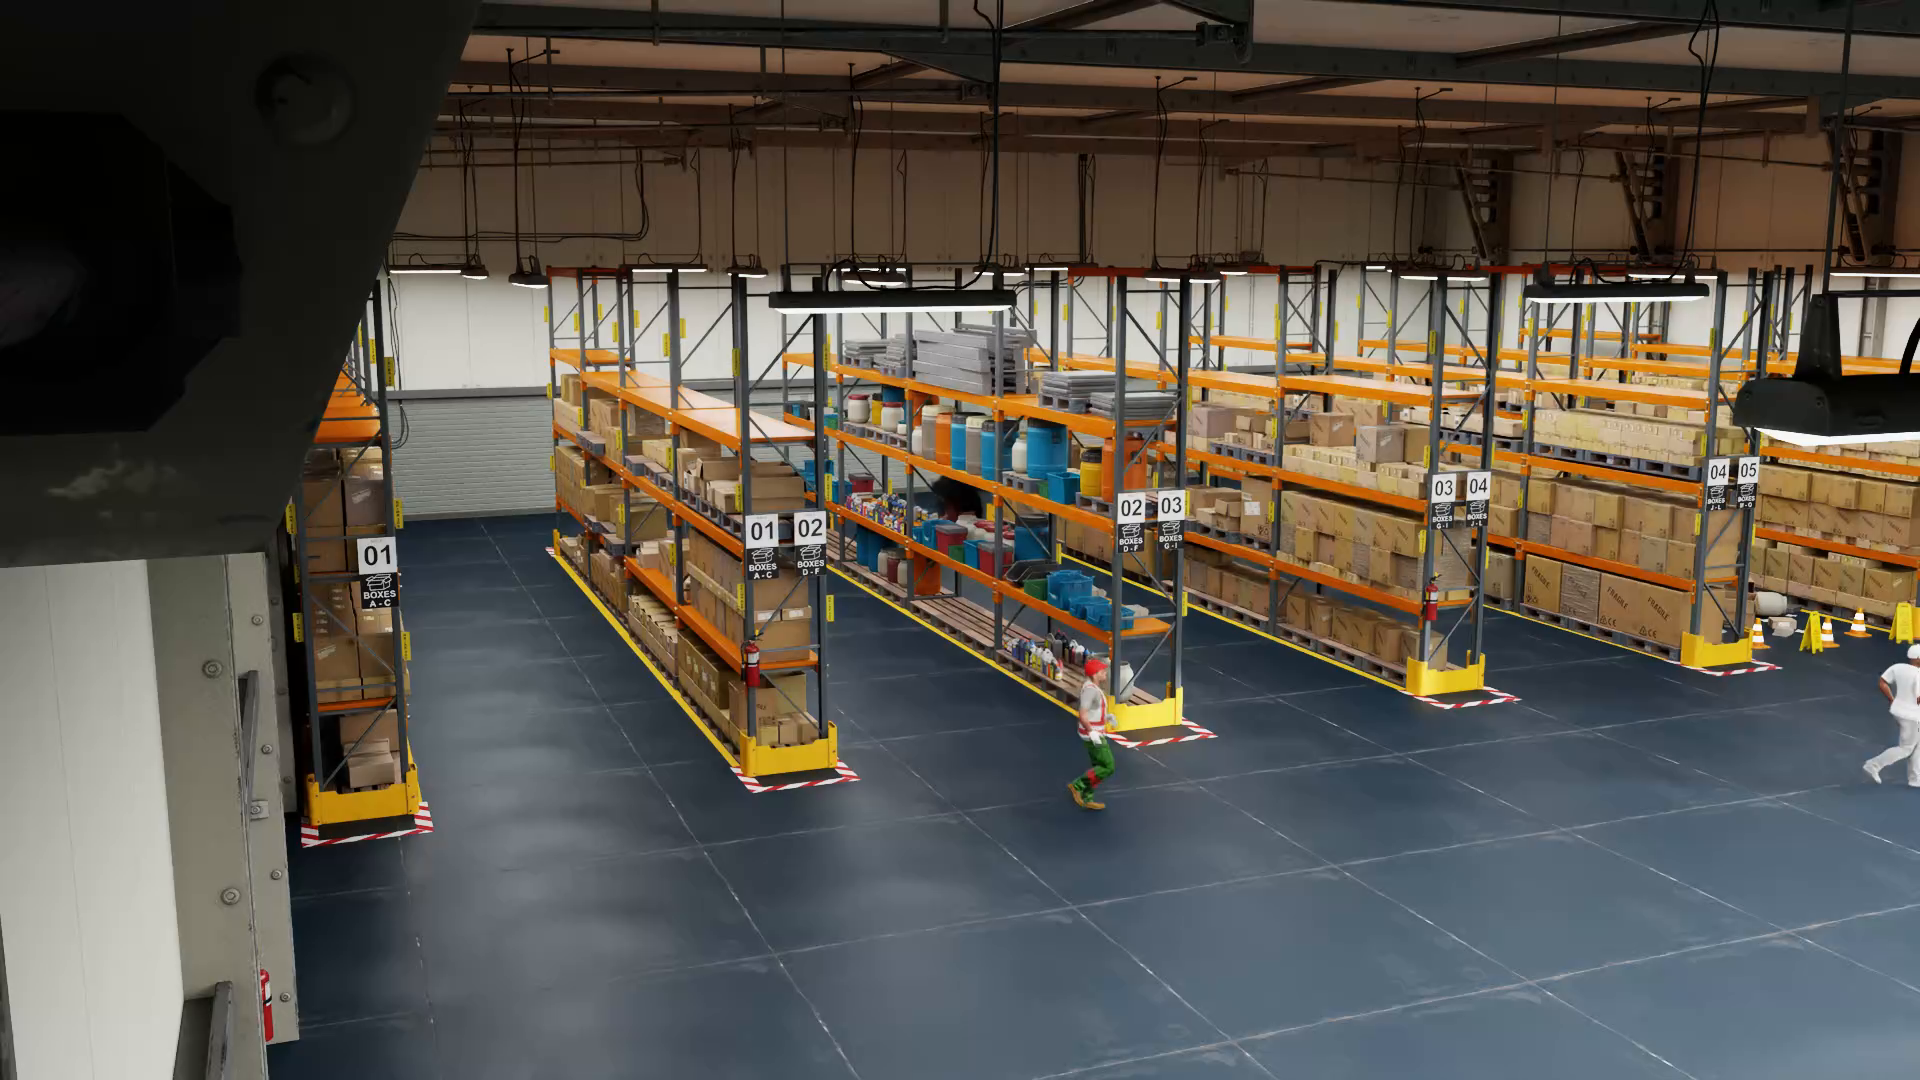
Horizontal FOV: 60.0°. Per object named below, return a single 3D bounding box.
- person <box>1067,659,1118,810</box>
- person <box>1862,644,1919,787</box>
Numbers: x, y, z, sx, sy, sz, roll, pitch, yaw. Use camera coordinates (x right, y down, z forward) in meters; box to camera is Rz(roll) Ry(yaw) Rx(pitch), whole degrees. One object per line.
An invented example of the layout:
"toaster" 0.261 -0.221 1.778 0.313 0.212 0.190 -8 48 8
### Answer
"person" 1.518 2.211 18.940 0.588 1.750 0.672 0 10 1
"person" 11.127 2.093 19.604 0.926 1.762 0.682 0 10 1
